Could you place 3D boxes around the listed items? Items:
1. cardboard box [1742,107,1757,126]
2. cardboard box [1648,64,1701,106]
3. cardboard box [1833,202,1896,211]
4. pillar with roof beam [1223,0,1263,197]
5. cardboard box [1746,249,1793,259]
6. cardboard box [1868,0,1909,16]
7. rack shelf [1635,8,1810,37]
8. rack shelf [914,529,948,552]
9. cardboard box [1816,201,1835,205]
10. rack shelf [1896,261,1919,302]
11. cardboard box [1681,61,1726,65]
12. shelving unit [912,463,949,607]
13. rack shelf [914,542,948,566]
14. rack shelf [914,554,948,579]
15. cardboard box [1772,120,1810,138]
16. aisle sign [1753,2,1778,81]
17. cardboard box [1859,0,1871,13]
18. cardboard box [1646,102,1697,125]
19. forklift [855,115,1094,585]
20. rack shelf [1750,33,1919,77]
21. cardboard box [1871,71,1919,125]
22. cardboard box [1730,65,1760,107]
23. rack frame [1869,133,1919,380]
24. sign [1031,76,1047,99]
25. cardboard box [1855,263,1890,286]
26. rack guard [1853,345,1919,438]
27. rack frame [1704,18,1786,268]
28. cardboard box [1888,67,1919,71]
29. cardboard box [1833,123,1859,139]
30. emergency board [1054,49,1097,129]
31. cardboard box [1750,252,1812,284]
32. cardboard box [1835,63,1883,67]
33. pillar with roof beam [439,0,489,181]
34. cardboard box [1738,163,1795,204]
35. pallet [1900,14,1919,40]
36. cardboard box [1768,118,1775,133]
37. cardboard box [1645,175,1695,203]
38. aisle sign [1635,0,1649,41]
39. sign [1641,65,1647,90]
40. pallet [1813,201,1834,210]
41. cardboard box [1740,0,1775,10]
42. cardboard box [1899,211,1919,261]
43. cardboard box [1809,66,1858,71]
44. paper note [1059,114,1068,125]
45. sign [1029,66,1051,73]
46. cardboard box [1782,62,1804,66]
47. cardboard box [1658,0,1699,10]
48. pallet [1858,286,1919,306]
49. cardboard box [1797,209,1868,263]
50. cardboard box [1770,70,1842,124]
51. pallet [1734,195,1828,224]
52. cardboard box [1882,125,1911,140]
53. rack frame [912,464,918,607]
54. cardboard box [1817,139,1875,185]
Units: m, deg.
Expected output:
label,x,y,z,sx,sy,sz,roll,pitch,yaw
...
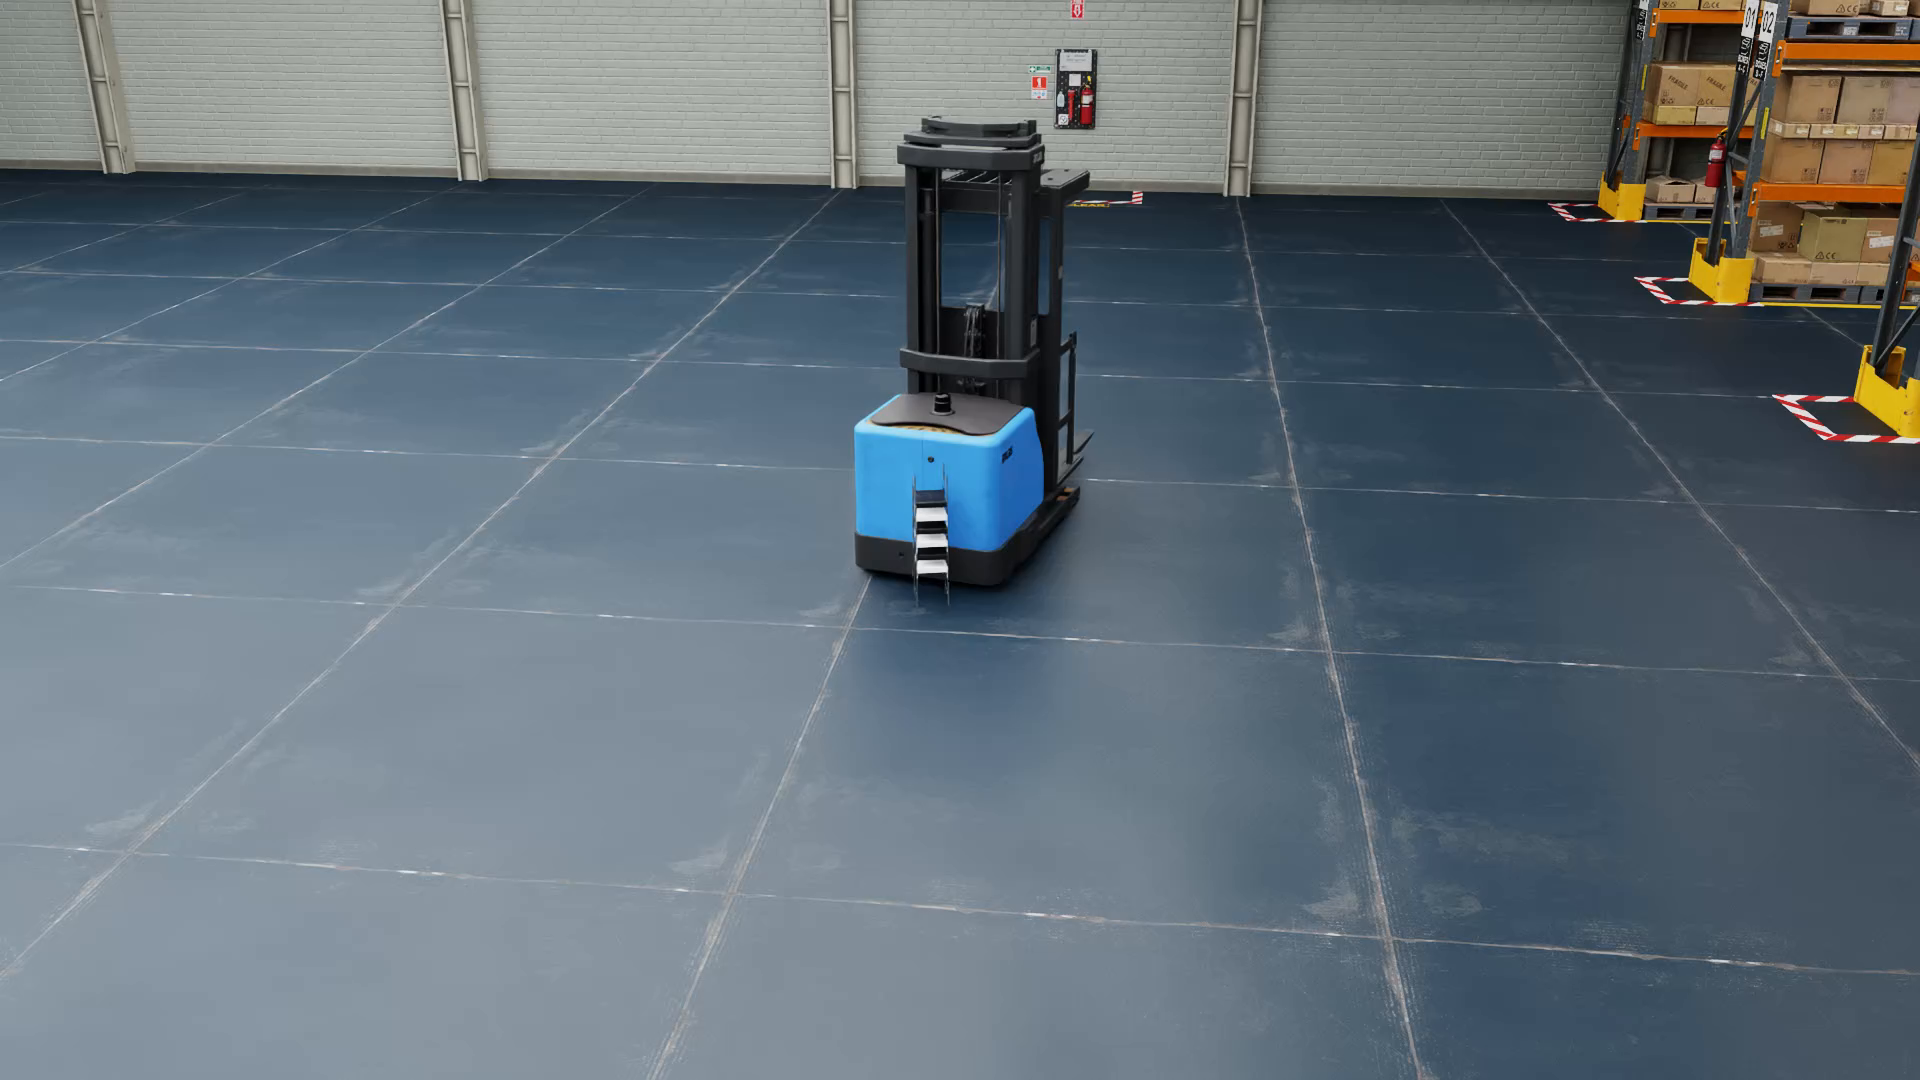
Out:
label,x,y,z,sx,sy,sz,roll,pitch,yaw
cardboard box,10.812,-5.834,22.794,0.500,0.250,0.500,2,22,5
cardboard box,9.781,-6.231,22.778,0.500,0.500,0.500,3,22,6
cardboard box,10.325,-3.577,19.057,0.500,0.500,0.500,2,22,6
pillar with roof beam,3.674,-7.836,19.522,0.400,9.000,9.100,2,22,6
cardboard box,9.330,-3.266,19.289,0.500,0.250,0.500,2,22,6
cardboard box,9.911,-5.688,17.747,0.250,0.149,0.380,2,22,6
rack shelf,11.329,-7.047,22.583,4.000,0.370,1.077,2,22,6
rack shelf,-0.192,0.002,10.800,0.200,0.077,0.258,-3,22,-5
cardboard box,12.279,-4.973,23.239,0.500,0.500,0.500,1,22,2
rack shelf,10.163,-2.035,13.986,4.000,0.370,1.077,2,22,6
cardboard box,10.334,-6.393,23.188,0.500,0.500,0.500,3,22,7
shelving unit,-0.192,-0.029,10.788,0.210,0.900,0.258,-3,22,-5
rack shelf,-0.192,0.085,10.833,0.200,0.077,0.258,-3,22,-5
rack shelf,-0.191,0.169,10.866,0.200,0.077,0.258,-3,22,-5
cardboard box,9.127,-4.517,18.267,0.250,0.149,0.380,2,22,6
aisle sign,8.662,-5.364,17.893,0.004,0.787,0.394,2,22,6
cardboard box,9.938,-5.896,18.137,0.500,0.250,0.500,2,22,6
cardboard box,9.790,-5.876,22.899,0.500,0.250,0.500,2,22,5
forklift,0.266,-1.573,11.933,1.130,2.935,3.031,8,23,18
rack shelf,10.749,-5.238,18.008,4.000,0.370,1.077,2,22,6
cardboard box,10.301,-4.845,18.214,0.500,0.500,0.700,3,22,7
cardboard box,10.783,-6.181,22.652,0.500,0.500,0.500,2,22,5
rack frame,8.176,-2.456,14.072,0.127,3.000,1.000,2,22,6
sign,1.195,-6.817,25.055,0.234,0.329,0.001,2,22,6
cardboard box,10.263,-3.034,18.704,0.500,0.250,0.500,2,22,6
rack guard,8.257,-1.307,14.567,0.348,0.500,1.175,2,22,6
rack frame,8.763,-4.264,18.646,0.127,3.000,1.000,2,22,6
cardboard box,12.809,-6.096,22.436,0.500,0.500,0.500,2,22,6
cardboard box,9.638,-4.495,18.212,0.250,0.149,0.380,3,22,7
emergency board,1.731,-6.739,24.906,0.643,1.169,0.194,2,22,6
cardboard box,9.270,-3.077,18.811,0.500,0.250,0.500,2,22,6
cardboard box,12.359,-6.309,22.974,0.500,0.500,0.500,2,22,6
pillar with roof beam,-8.242,-8.356,20.835,0.400,9.000,9.100,2,22,6
cardboard box,11.308,-4.978,23.252,0.500,0.500,0.700,1,22,3
pallet,10.677,-5.526,17.879,1.213,0.211,1.003,2,22,6
cardboard box,9.165,-4.666,18.643,0.250,0.149,0.380,2,22,5
cardboard box,10.019,-4.965,23.476,0.500,0.311,0.500,0,22,0
aisle sign,9.236,-7.176,22.474,0.004,0.787,0.394,2,22,6
sign,9.279,-6.278,22.561,0.005,0.325,0.100,2,22,6
pallet,12.644,-4.619,23.337,1.213,0.211,1.003,2,22,6
cardboard box,10.690,-7.361,22.236,0.500,0.500,0.500,4,22,9
cardboard box,10.759,-3.359,18.506,0.500,0.500,0.500,2,22,6
cardboard box,11.814,-6.141,22.550,0.500,0.500,0.500,2,22,5
paper note,1.564,-6.362,25.151,0.142,0.148,0.016,2,22,6
sign,1.198,-7.060,24.949,0.331,0.109,0.001,2,22,6
cardboard box,11.348,-6.351,23.080,0.500,0.500,0.500,3,22,7
cardboard box,9.645,-7.418,22.380,0.500,0.500,0.500,3,22,8
pallet,10.736,-2.896,18.978,1.213,0.211,1.003,2,22,6
cardboard box,9.766,-3.404,18.620,0.500,0.500,0.500,2,22,6
cardboard box,9.278,-4.887,18.321,0.500,0.500,0.700,3,22,6
pallet,11.429,-4.671,23.468,1.213,0.211,1.003,2,22,6
cardboard box,10.153,-4.473,18.155,0.250,0.149,0.380,2,22,4
rack frame,-0.294,-0.025,10.778,0.006,0.900,0.240,-3,22,-5
cardboard box,9.747,-4.265,18.512,0.500,0.500,0.700,3,22,8
